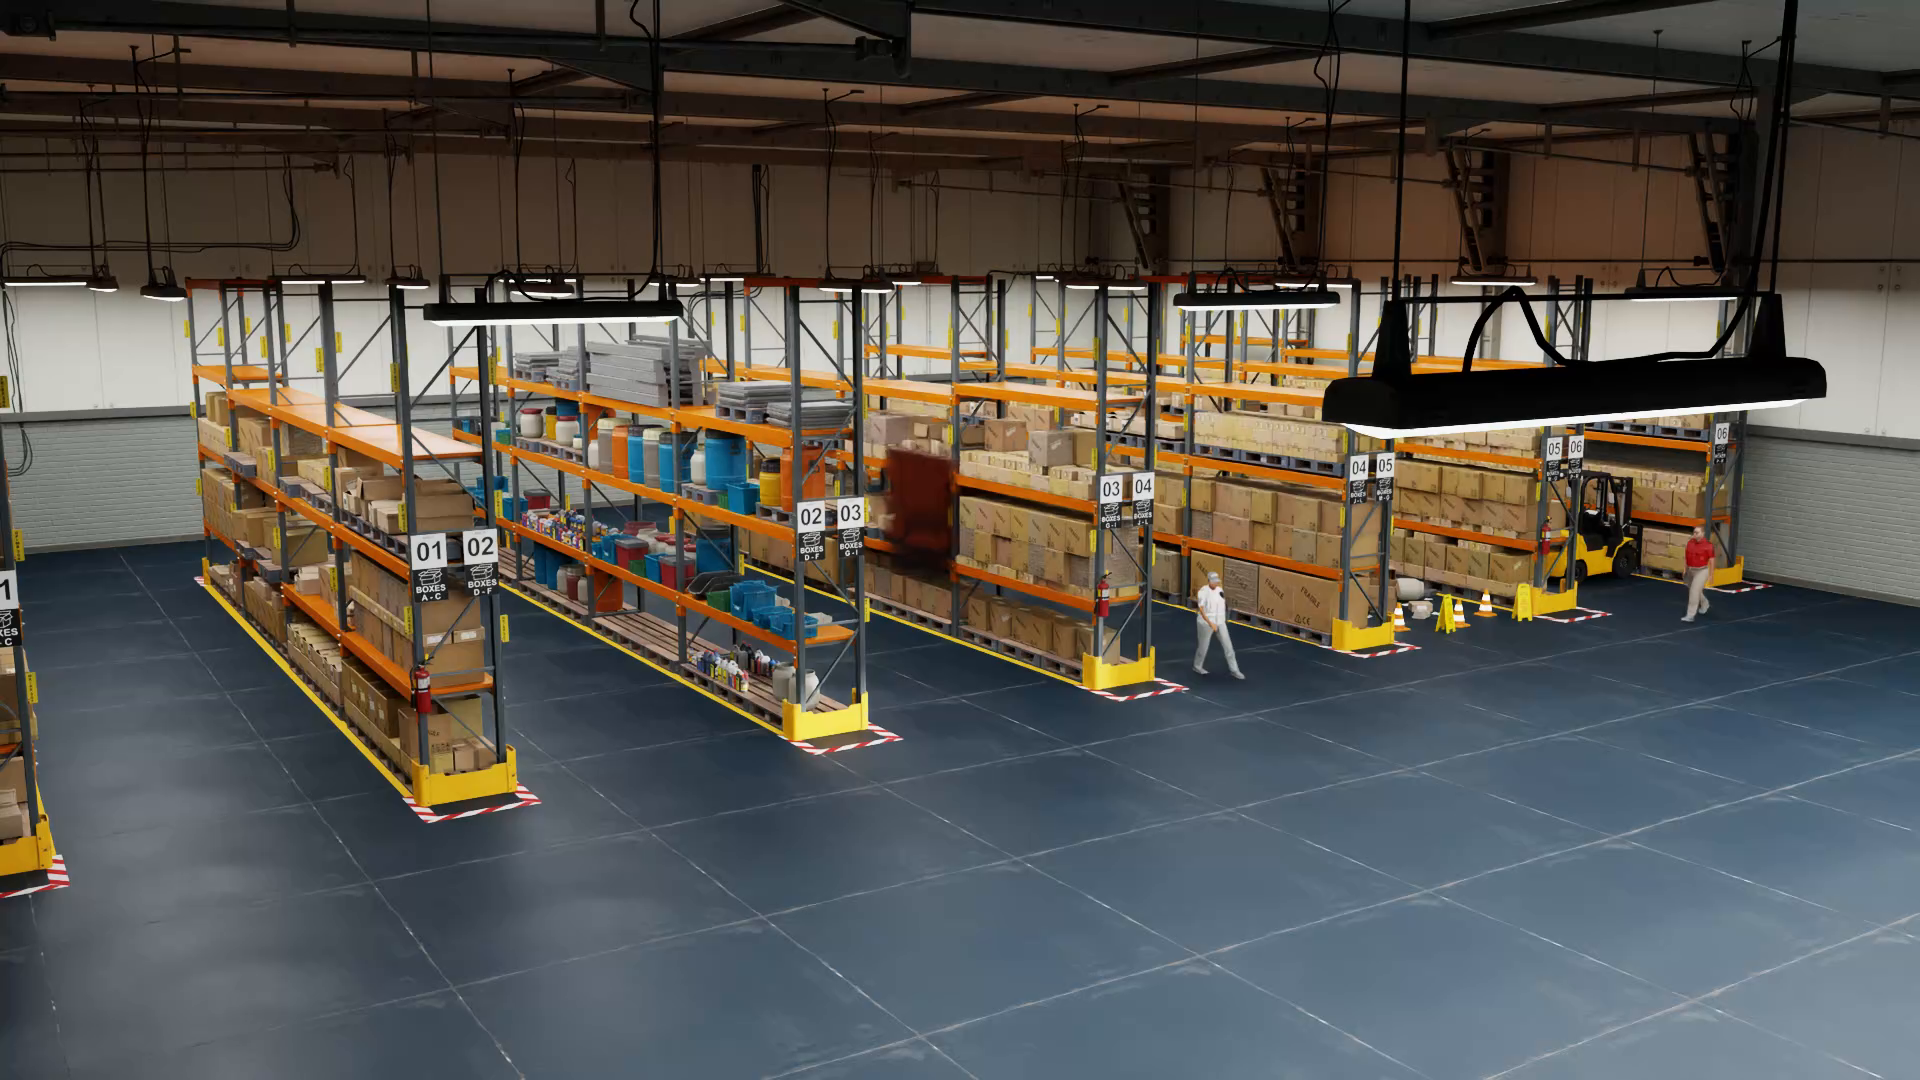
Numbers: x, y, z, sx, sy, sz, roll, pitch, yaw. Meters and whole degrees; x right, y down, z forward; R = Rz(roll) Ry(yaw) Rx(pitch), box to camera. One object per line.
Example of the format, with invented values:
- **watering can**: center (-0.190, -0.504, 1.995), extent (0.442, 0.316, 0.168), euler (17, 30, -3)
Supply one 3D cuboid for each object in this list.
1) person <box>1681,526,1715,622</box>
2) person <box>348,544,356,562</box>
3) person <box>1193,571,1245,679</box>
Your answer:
- **person**: center (13.103, 0.574, 29.472), extent (1.019, 1.683, 0.538), euler (-6, 11, -31)
- **person**: center (-12.042, -0.043, 32.925), extent (0.623, 1.747, 0.759), euler (5, 11, 26)
- **person**: center (3.956, 1.289, 25.483), extent (0.659, 1.637, 0.764), euler (-3, 10, -15)
